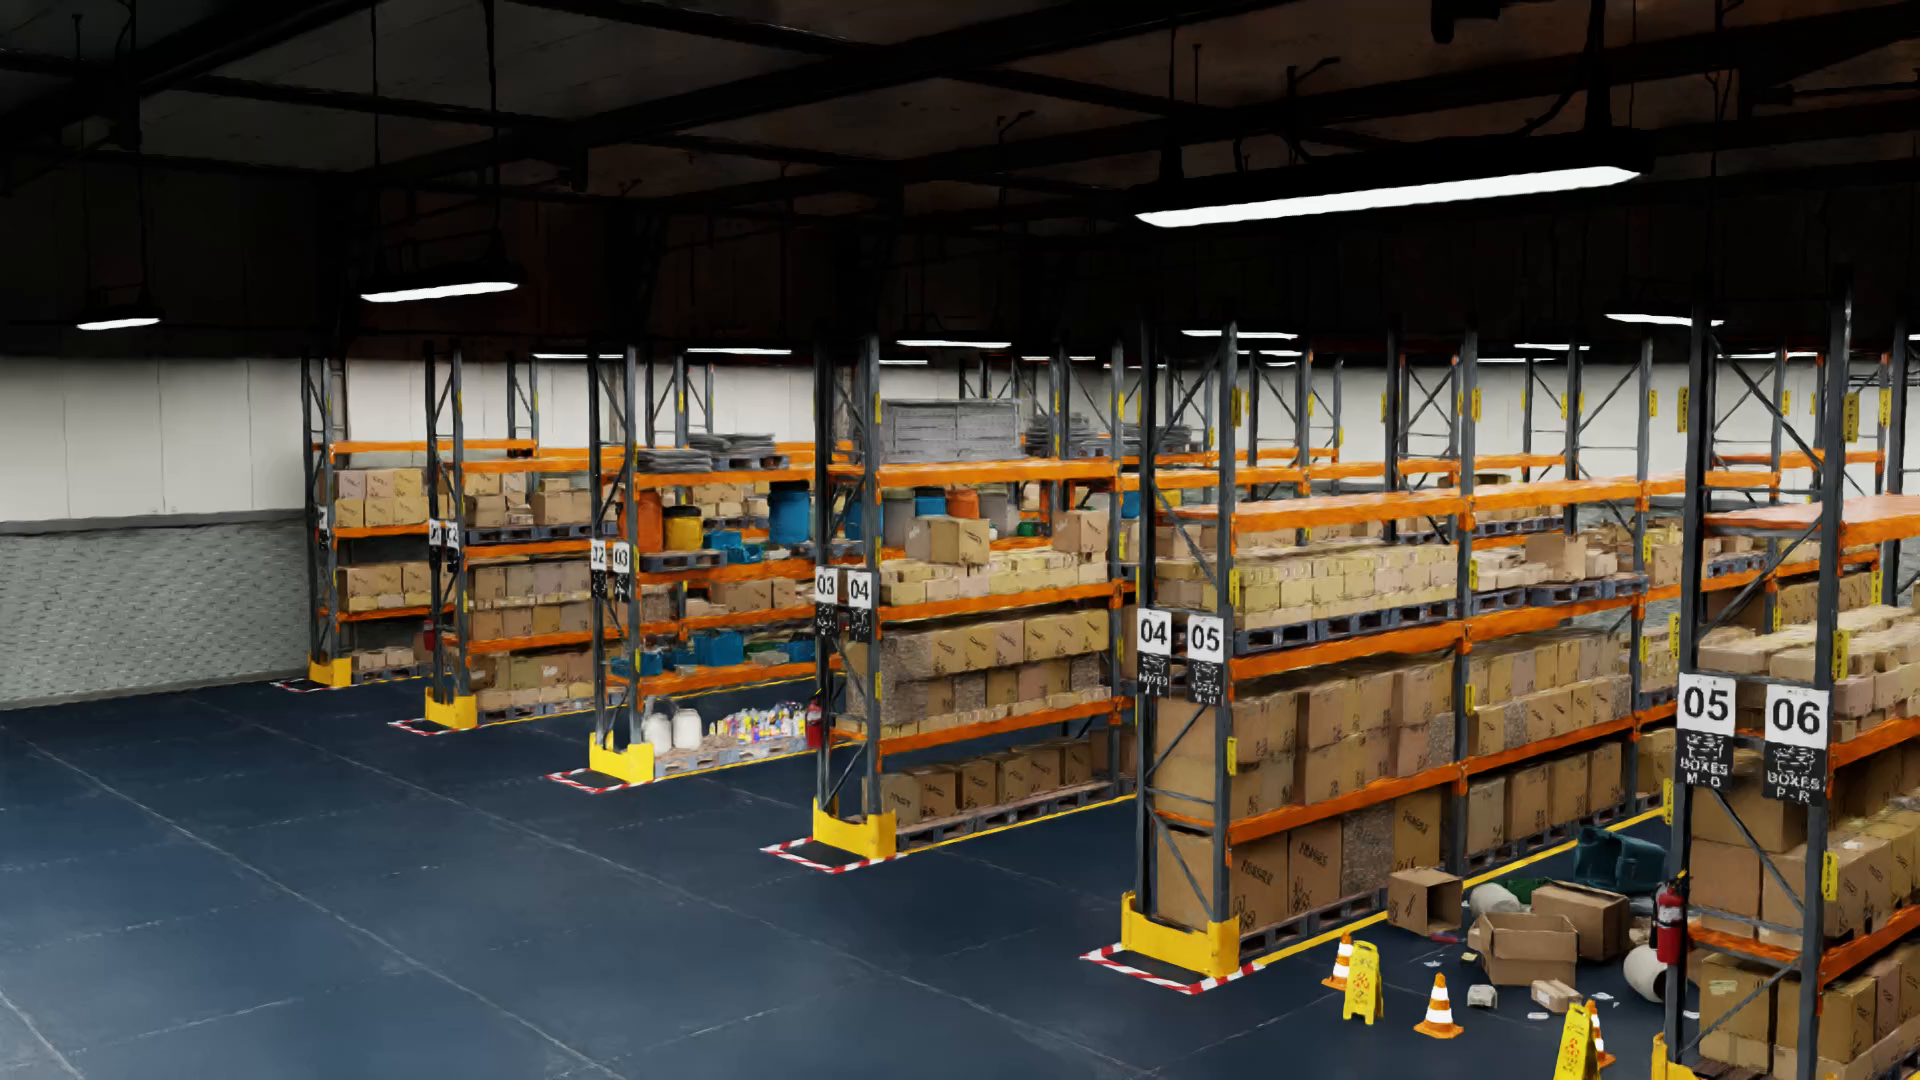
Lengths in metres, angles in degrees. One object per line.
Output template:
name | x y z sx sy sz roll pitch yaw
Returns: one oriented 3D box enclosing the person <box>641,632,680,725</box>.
person | -4.681 2.148 25.544 1.036 1.517 0.417 -4 7 -40
